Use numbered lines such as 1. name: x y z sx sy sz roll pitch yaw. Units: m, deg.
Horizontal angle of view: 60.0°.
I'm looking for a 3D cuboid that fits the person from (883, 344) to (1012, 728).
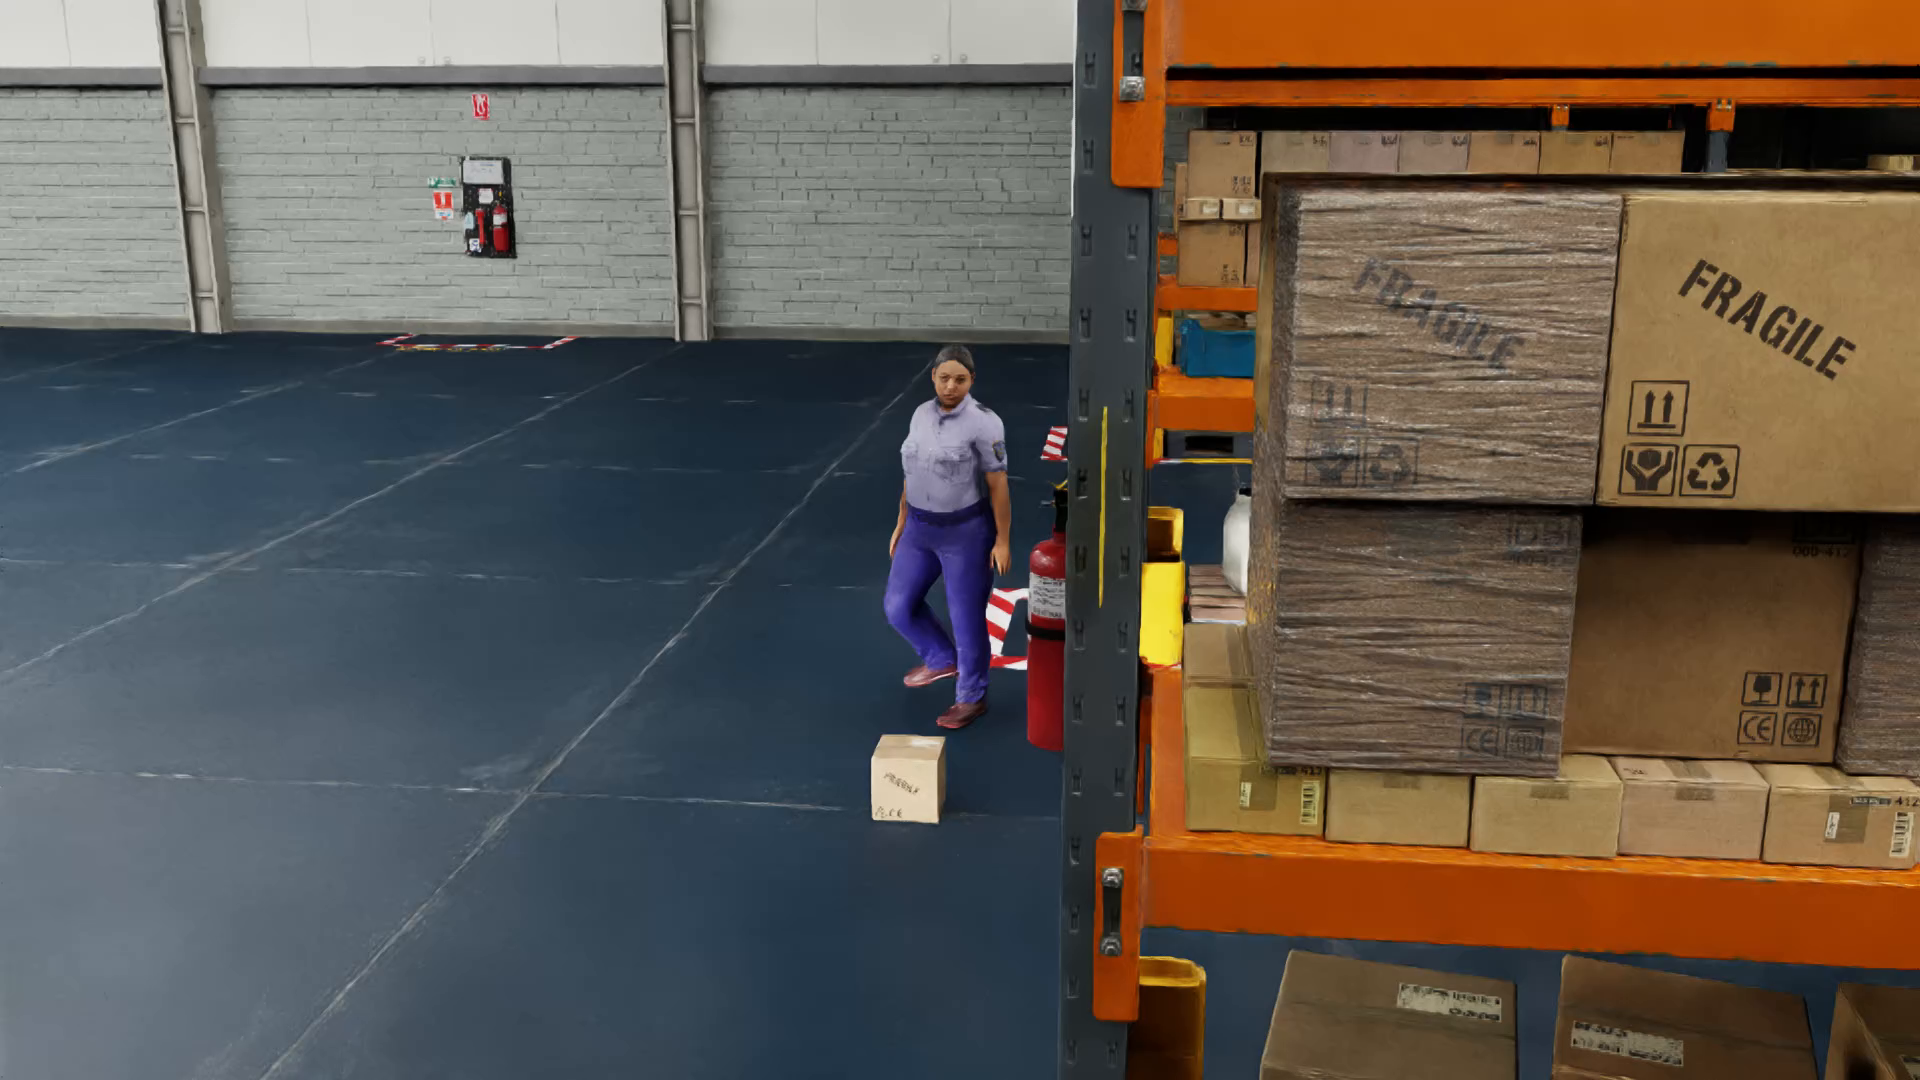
1. person: -0.060 -0.034 7.103 0.665 1.642 0.458 12 19 40
